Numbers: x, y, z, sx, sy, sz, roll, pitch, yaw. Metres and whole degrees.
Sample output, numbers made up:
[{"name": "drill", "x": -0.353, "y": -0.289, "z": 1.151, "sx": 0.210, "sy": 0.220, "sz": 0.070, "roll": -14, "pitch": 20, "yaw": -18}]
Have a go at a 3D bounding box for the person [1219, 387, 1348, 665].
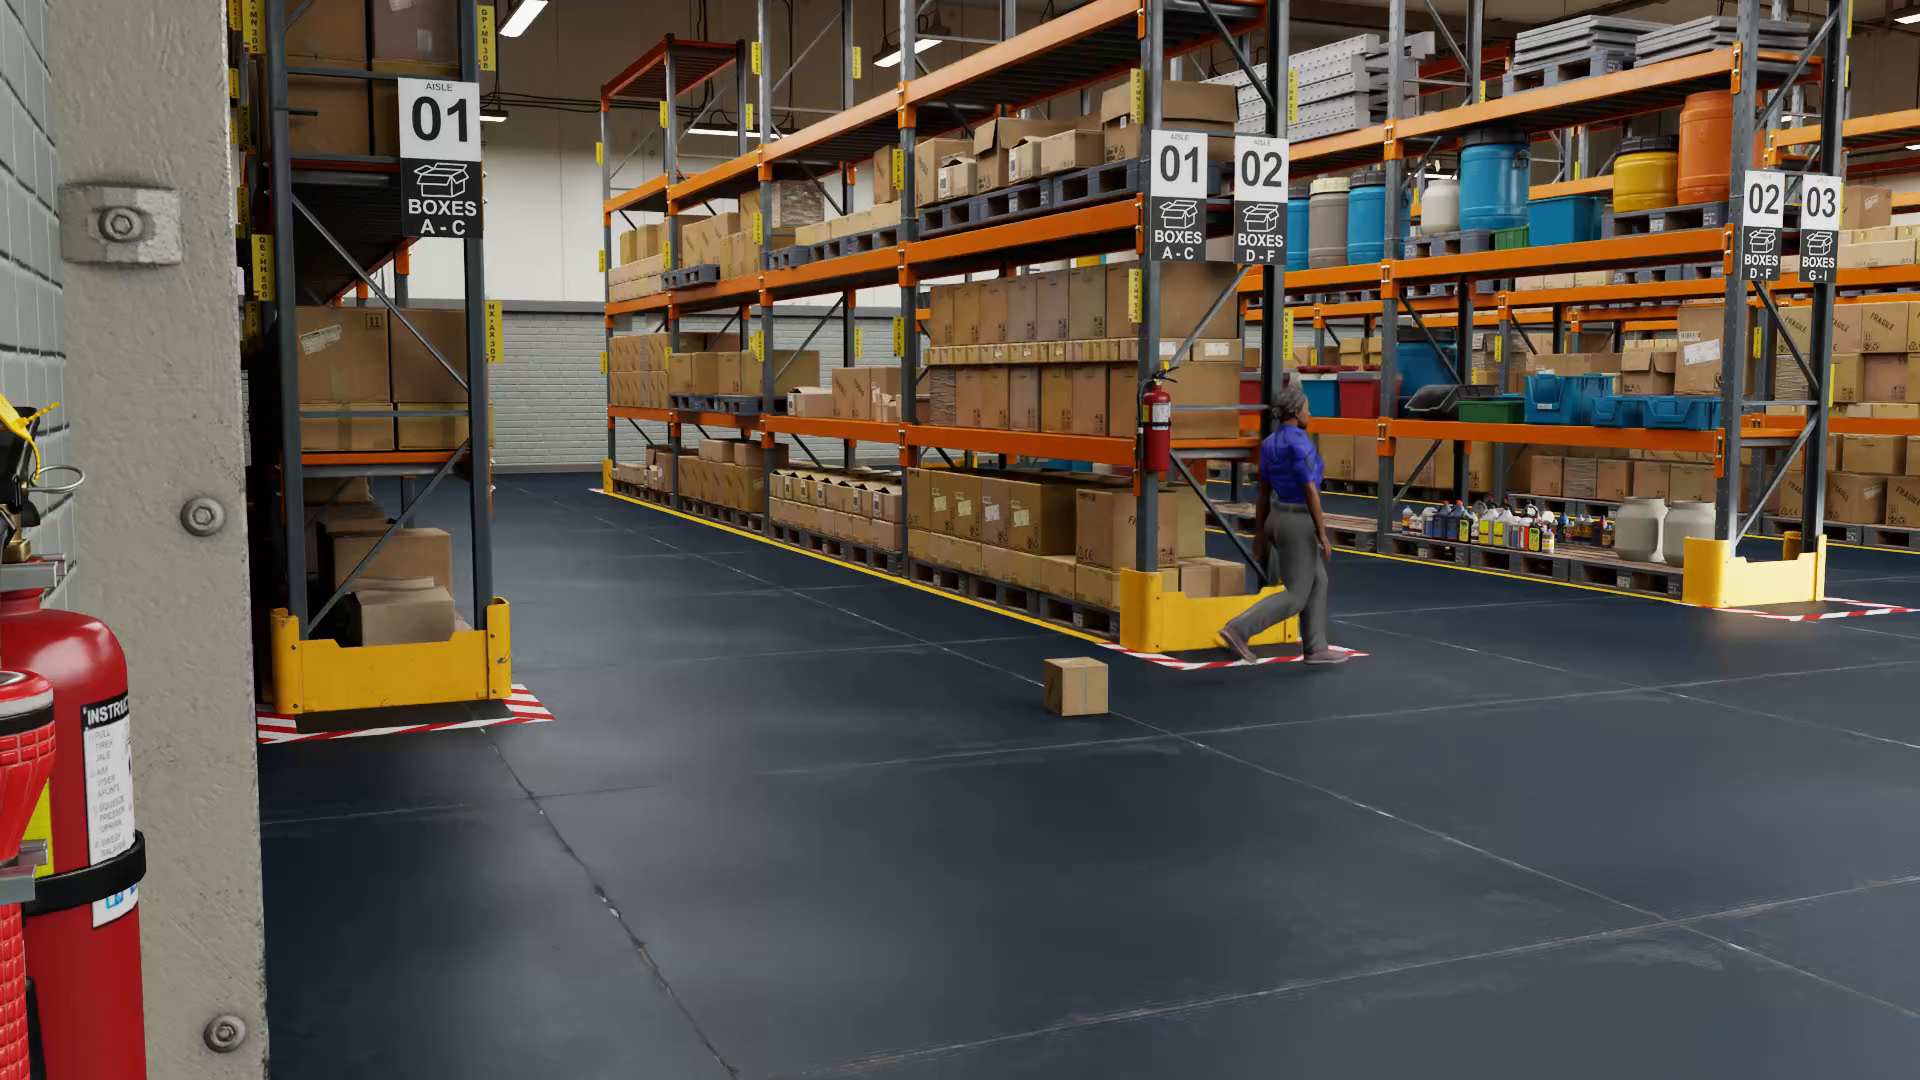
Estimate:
[{"name": "person", "x": 1.863, "y": -0.062, "z": 9.463, "sx": 0.906, "sy": 1.608, "sz": 0.471, "roll": -2, "pitch": 6, "yaw": -16}]
